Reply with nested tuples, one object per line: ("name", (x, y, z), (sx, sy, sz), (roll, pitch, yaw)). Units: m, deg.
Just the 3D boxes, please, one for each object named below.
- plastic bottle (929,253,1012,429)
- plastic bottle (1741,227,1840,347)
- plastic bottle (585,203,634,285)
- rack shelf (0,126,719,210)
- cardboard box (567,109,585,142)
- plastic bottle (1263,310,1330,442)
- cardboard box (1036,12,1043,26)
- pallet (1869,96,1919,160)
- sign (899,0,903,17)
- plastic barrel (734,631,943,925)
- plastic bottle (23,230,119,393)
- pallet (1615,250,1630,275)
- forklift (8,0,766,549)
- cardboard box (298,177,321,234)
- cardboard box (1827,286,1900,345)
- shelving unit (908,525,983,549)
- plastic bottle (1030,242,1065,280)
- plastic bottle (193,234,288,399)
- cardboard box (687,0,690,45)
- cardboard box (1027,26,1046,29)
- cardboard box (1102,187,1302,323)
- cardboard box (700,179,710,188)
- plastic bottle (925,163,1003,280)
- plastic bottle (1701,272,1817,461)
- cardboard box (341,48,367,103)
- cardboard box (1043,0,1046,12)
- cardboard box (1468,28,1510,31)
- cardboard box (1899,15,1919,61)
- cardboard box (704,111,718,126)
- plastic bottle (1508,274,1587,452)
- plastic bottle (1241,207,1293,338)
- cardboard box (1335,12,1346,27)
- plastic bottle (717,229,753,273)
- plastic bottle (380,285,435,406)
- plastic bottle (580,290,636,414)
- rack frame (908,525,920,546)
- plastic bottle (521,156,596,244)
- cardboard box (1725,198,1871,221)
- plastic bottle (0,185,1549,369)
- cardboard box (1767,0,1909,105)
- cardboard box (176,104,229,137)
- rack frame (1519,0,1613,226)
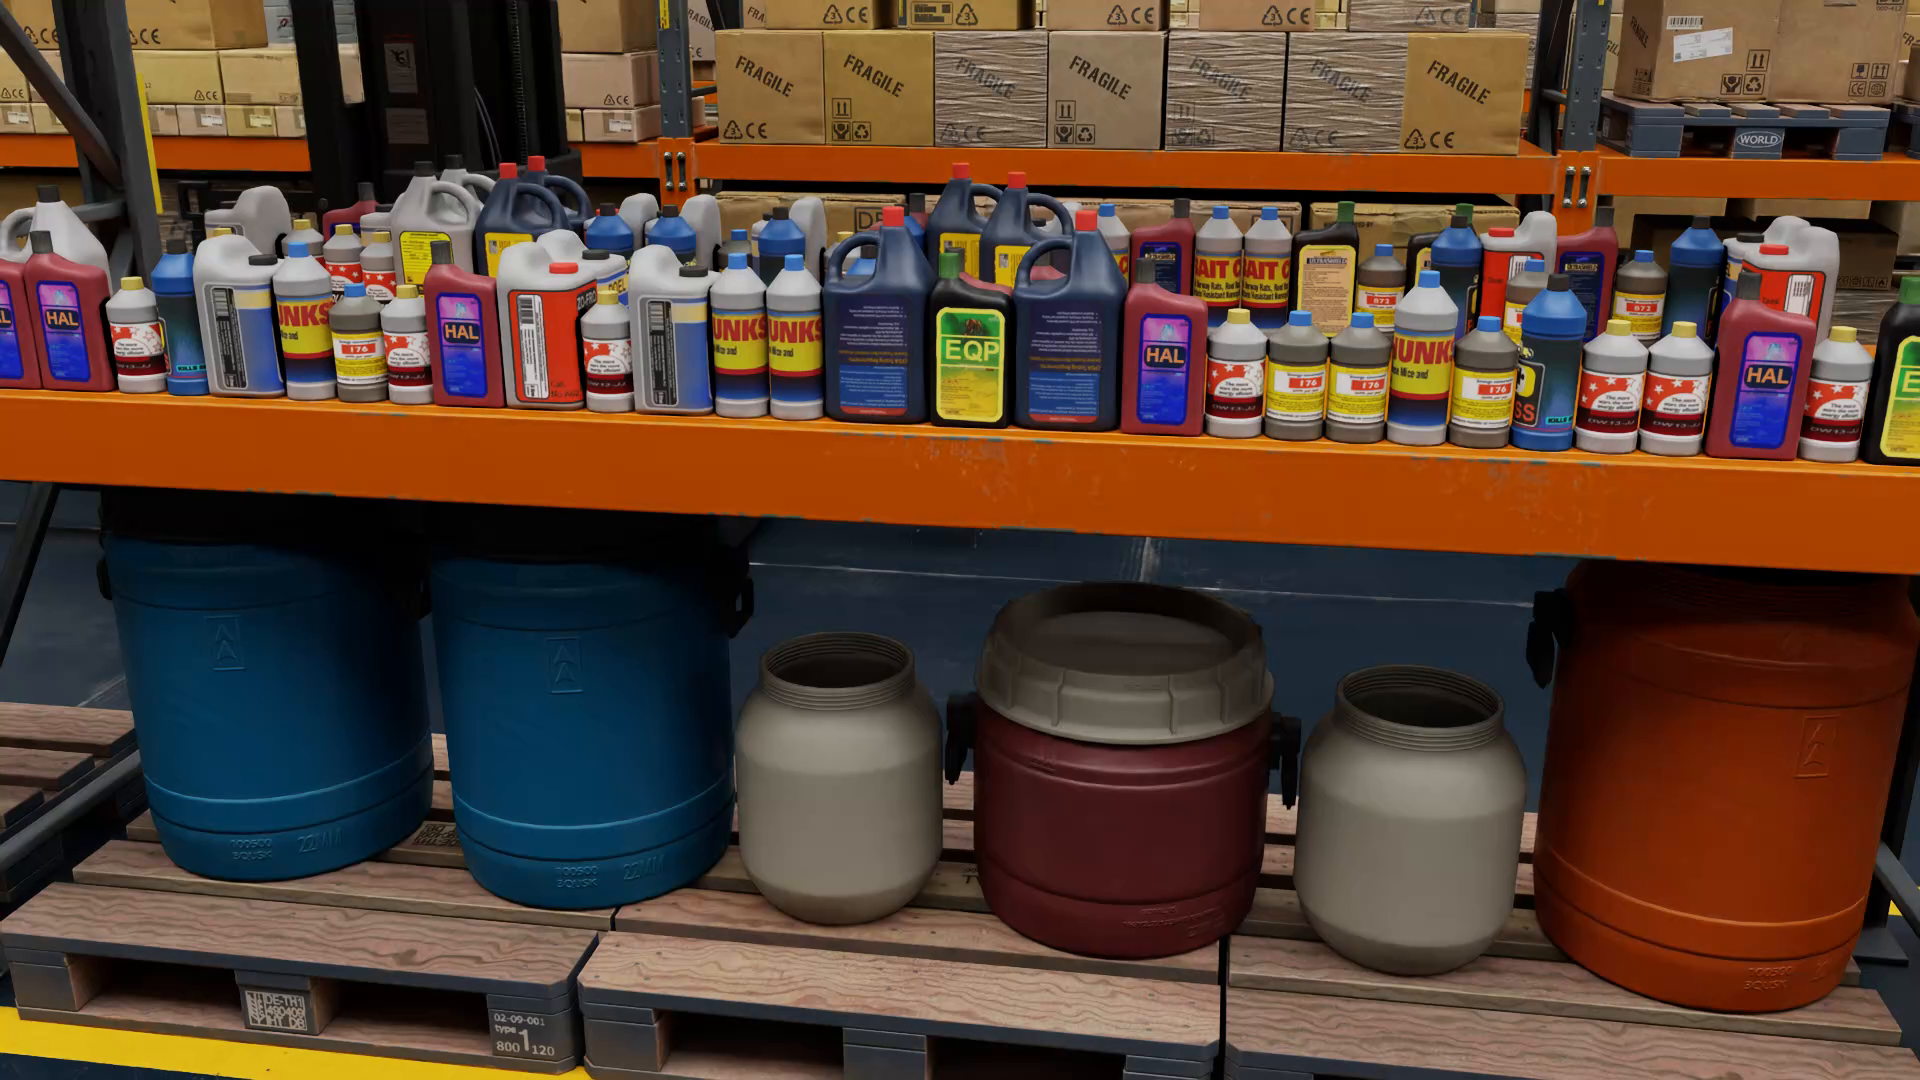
("plastic bottle", (0.018, -0.328, 2.741), (0.133, 0.283, 0.061), (3, 19, 9))
("plastic bottle", (1.527, -0.440, 3.087), (0.135, 0.276, 0.152), (3, 19, 9))
("plastic bottle", (-0.724, -0.561, 3.457), (0.097, 0.271, 0.097), (0, 18, 0))
("rack shelf", (-3.211, -1.936, 8.496), (4.000, 0.370, 1.077), (3, 19, 9))
("cardboard box", (-1.844, -1.983, 7.898), (0.250, 0.149, 0.380), (3, 19, 10))
("plastic bottle", (0.545, -0.269, 2.692), (0.097, 0.201, 0.097), (0, 18, 0))
("cardboard box", (0.477, -3.757, 12.070), (0.250, 0.149, 0.380), (3, 19, 10))
("pallet", (4.674, -1.797, 7.250), (1.213, 0.211, 1.003), (3, 19, 9))
("sign", (-0.428, -3.966, 12.063), (0.005, 0.325, 0.100), (3, 19, 9))
("plastic barrel", (-0.245, 0.481, 3.398), (0.421, 0.512, 0.421), (0, 18, 0))
("plastic bottle", (-1.596, -0.411, 2.987), (0.133, 0.283, 0.061), (3, 19, 9))
("pallet", (4.366, -2.138, 12.361), (1.213, 0.211, 1.003), (3, 19, 9))
("forklift", (-2.246, -1.456, 6.036), (3.031, 2.935, 1.130), (3, 19, 10))
("cardboard box", (-2.764, -1.472, 8.661), (0.875, 0.875, 0.875), (3, 19, 9))
("cardboard box", (3.927, -0.947, 7.652), (0.500, 0.500, 0.700), (1, 19, 4))
("shelving unit", (-0.053, -0.501, 6.145), (0.252, 1.050, 0.215), (3, 19, 9))
("plastic bottle", (0.172, -0.367, 2.856), (0.133, 0.283, 0.061), (3, 19, 9))
("plastic bottle", (-1.264, -0.405, 2.982), (0.135, 0.276, 0.152), (3, 19, 9))
("cardboard box", (-1.669, -2.706, 8.250), (0.500, 0.500, 0.500), (3, 19, 9))
("cardboard box", (0.273, -2.235, 8.097), (0.500, 0.500, 0.500), (3, 19, 8))
("cardboard box", (1.156, -1.255, 8.014), (0.875, 0.875, 1.225), (3, 19, 9))
("cardboard box", (-2.042, -2.834, 12.938), (0.250, 0.149, 0.380), (2, 19, 7))
("plastic bottle", (0.025, -0.602, 3.453), (0.185, 0.351, 0.144), (3, 19, 9))
("plastic bottle", (1.233, -0.267, 2.556), (0.133, 0.283, 0.061), (3, 19, 9))
("cardboard box", (-2.729, -2.237, 8.030), (0.500, 0.250, 0.500), (3, 19, 10))
("cardboard box", (0.741, -3.884, 11.982), (0.250, 0.149, 0.380), (3, 19, 8))
("cardboard box", (2.276, -2.132, 7.791), (0.500, 0.500, 0.500), (3, 19, 10))
("cardboard box", (6.492, -3.338, 11.395), (0.500, 0.500, 0.500), (3, 19, 8))
("cardboard box", (-2.946, -4.465, 18.296), (0.875, 0.438, 0.875), (2, 19, 7))
("plastic bottle", (0.929, -0.282, 2.622), (0.097, 0.271, 0.097), (0, 18, 0))
("plastic bottle", (0.625, -0.542, 3.397), (0.097, 0.271, 0.097), (0, 18, 0))
("cardboard box", (2.776, -3.640, 11.721), (0.250, 0.149, 0.380), (4, 19, 11))
("plastic bottle", (-0.471, -0.564, 3.575), (0.097, 0.201, 0.097), (0, 18, 0))
("plastic bottle", (-0.962, -0.345, 2.921), (0.097, 0.201, 0.097), (0, 18, 0))
("plastic bottle", (-0.601, -0.327, 2.866), (0.097, 0.201, 0.097), (0, 18, 0))
("rack frame", (-0.173, -0.507, 6.163), (0.008, 1.050, 0.200), (3, 19, 9))
("plastic bottle", (-0.880, -0.648, 3.591), (0.185, 0.351, 0.144), (3, 19, 9))
("cardboard box", (5.970, -2.508, 11.955), (0.750, 0.750, 1.050), (3, 19, 9))
("plastic bottle", (-0.320, -0.491, 3.120), (2.872, 0.351, 0.643), (3, 19, 9))
("cardboard box", (3.820, -2.210, 7.363), (0.500, 0.500, 0.700), (6, 19, 17))
("cardboard box", (-3.618, -2.074, 8.169), (0.250, 0.149, 0.380), (3, 19, 8))
("rack frame", (2.713, -1.975, 7.479), (0.127, 3.000, 1.000), (3, 19, 9))
